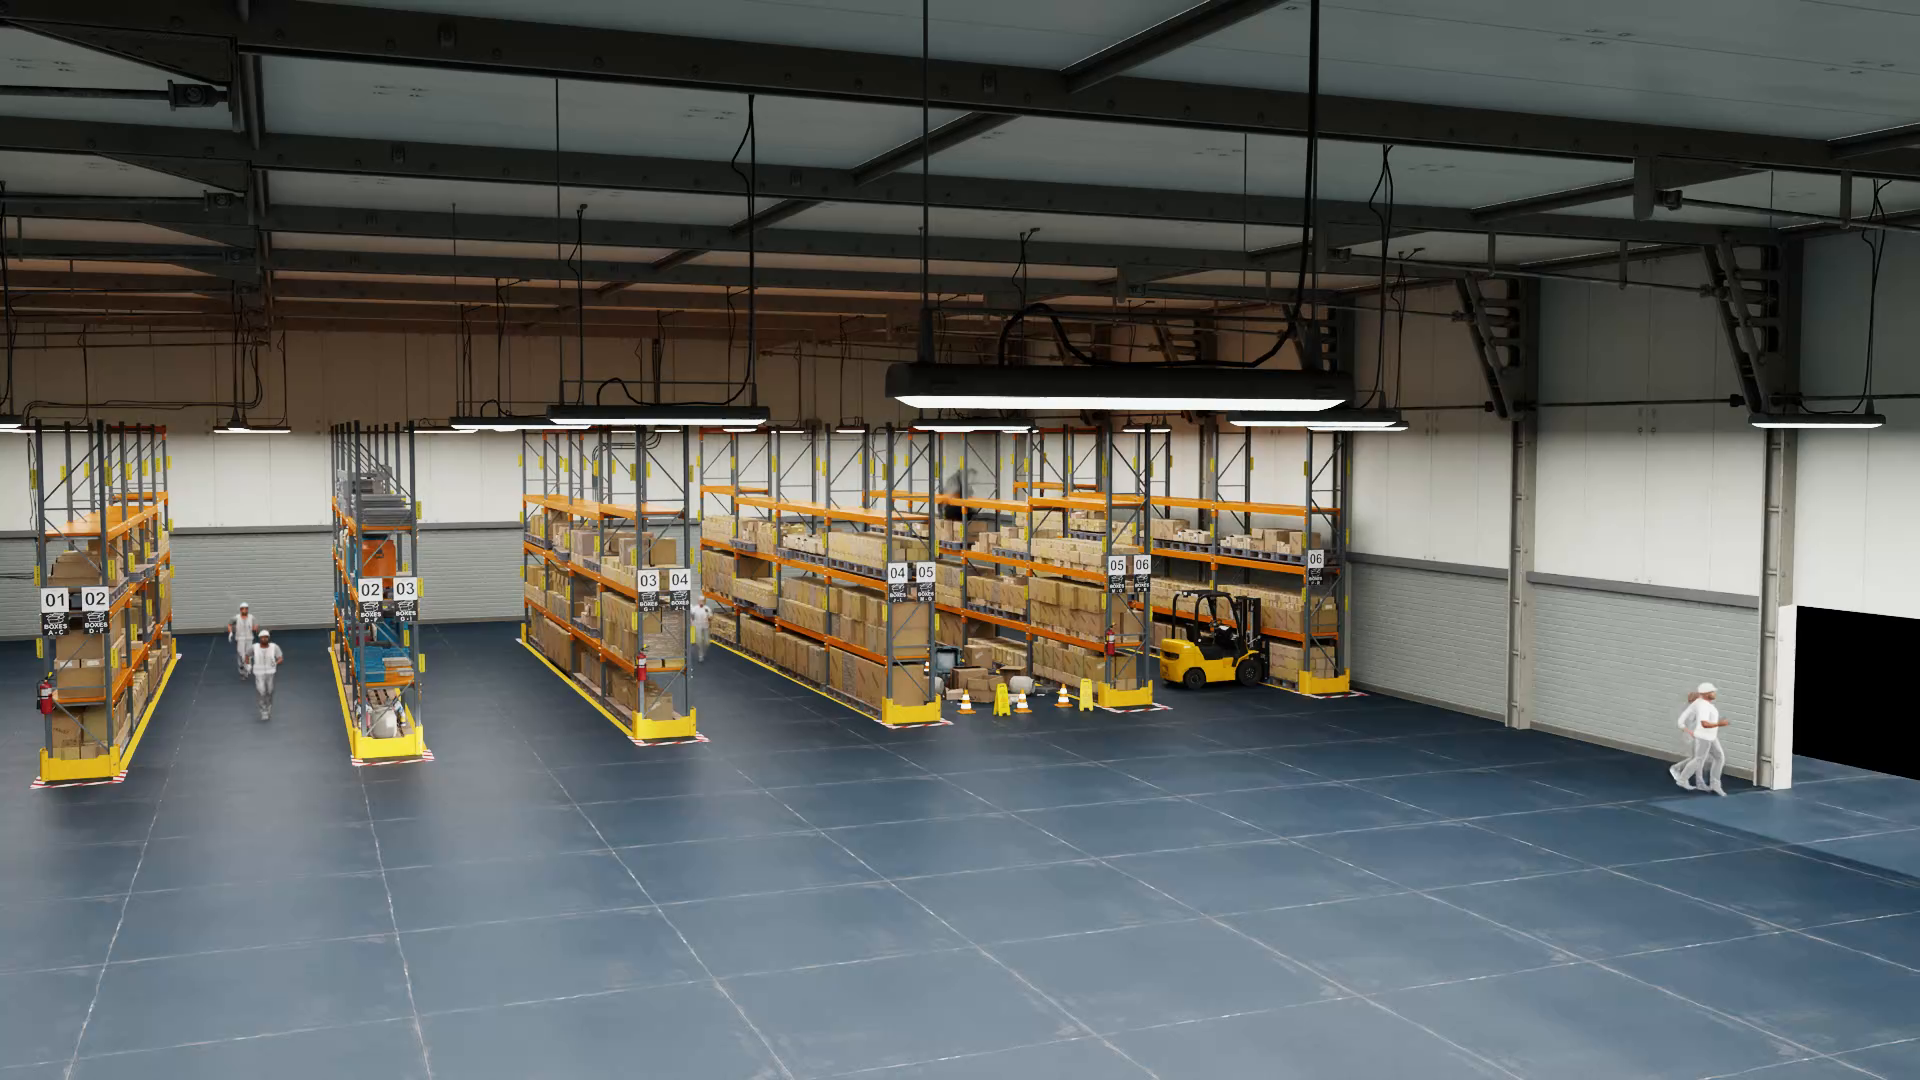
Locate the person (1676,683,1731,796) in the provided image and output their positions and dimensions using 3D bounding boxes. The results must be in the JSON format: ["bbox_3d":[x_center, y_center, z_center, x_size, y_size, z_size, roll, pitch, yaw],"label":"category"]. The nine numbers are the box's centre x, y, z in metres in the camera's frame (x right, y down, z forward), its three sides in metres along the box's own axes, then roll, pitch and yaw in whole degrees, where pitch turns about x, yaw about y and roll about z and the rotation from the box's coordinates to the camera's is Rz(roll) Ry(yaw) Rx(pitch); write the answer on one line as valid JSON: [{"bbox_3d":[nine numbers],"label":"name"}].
[{"bbox_3d":[11.877,3.186,26.530,0.787,1.831,0.676,2,4,32],"label":"person"}]

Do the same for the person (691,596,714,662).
[{"bbox_3d":[-6.591,2.248,42.402,0.619,1.633,0.861,-1,4,-19],"label":"person"}]

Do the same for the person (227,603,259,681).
[{"bbox_3d":[-16.792,2.393,39.028,0.642,1.828,0.747,-3,4,-37],"label":"person"}]

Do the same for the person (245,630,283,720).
[{"bbox_3d":[-14.075,2.709,33.672,0.700,1.776,0.913,-2,4,-30],"label":"person"}]

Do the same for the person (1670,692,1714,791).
[{"bbox_3d":[11.864,3.245,26.941,0.731,1.581,0.556,3,5,44],"label":"person"}]
